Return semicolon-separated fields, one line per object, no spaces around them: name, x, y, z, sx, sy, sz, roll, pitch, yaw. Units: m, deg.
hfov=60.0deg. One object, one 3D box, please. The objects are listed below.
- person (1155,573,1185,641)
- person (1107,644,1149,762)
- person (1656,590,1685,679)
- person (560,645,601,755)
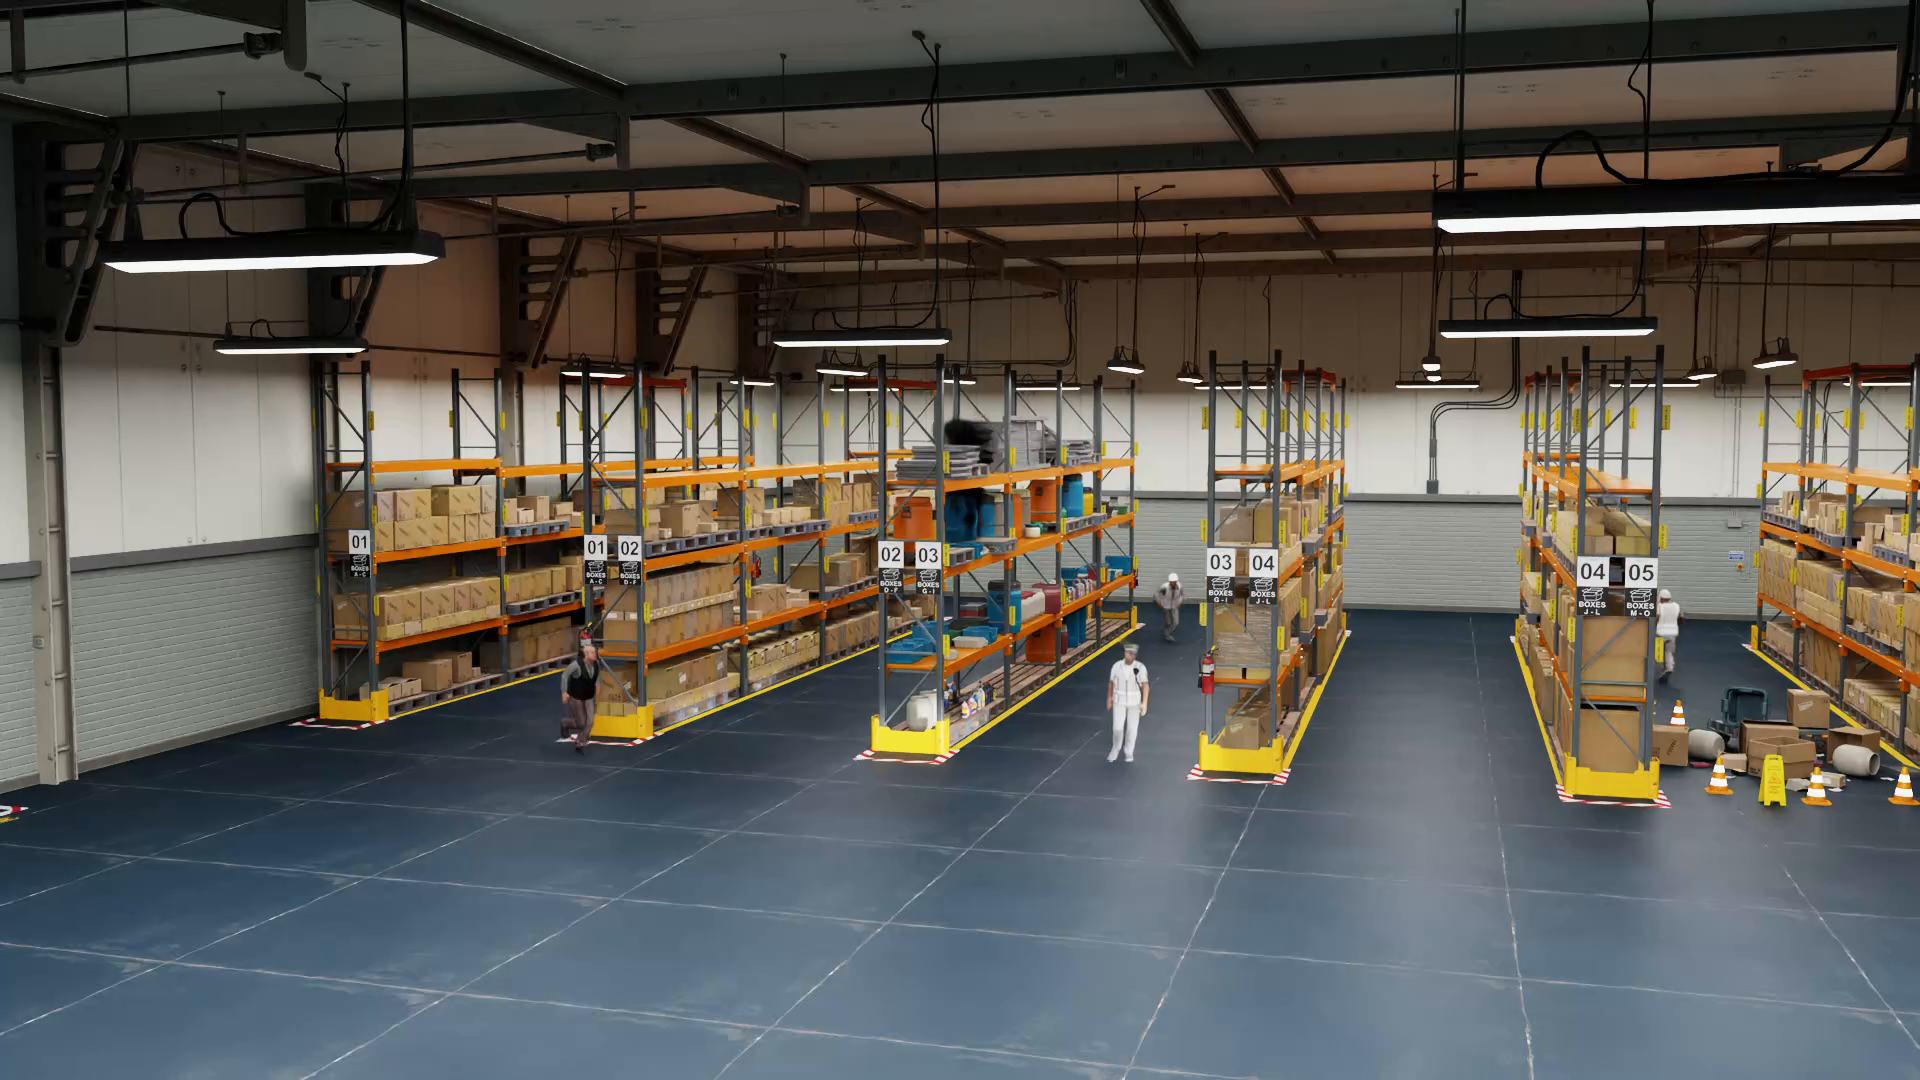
person;4.762;1.520;37.866;0.670;1.579;0.956;0;4;-7
person;2.454;2.383;24.344;0.604;1.755;0.487;0;4;4
person;13.631;1.849;31.967;0.656;1.757;0.812;1;4;8
person;-5.764;2.401;25.162;0.775;1.661;0.661;3;5;36
